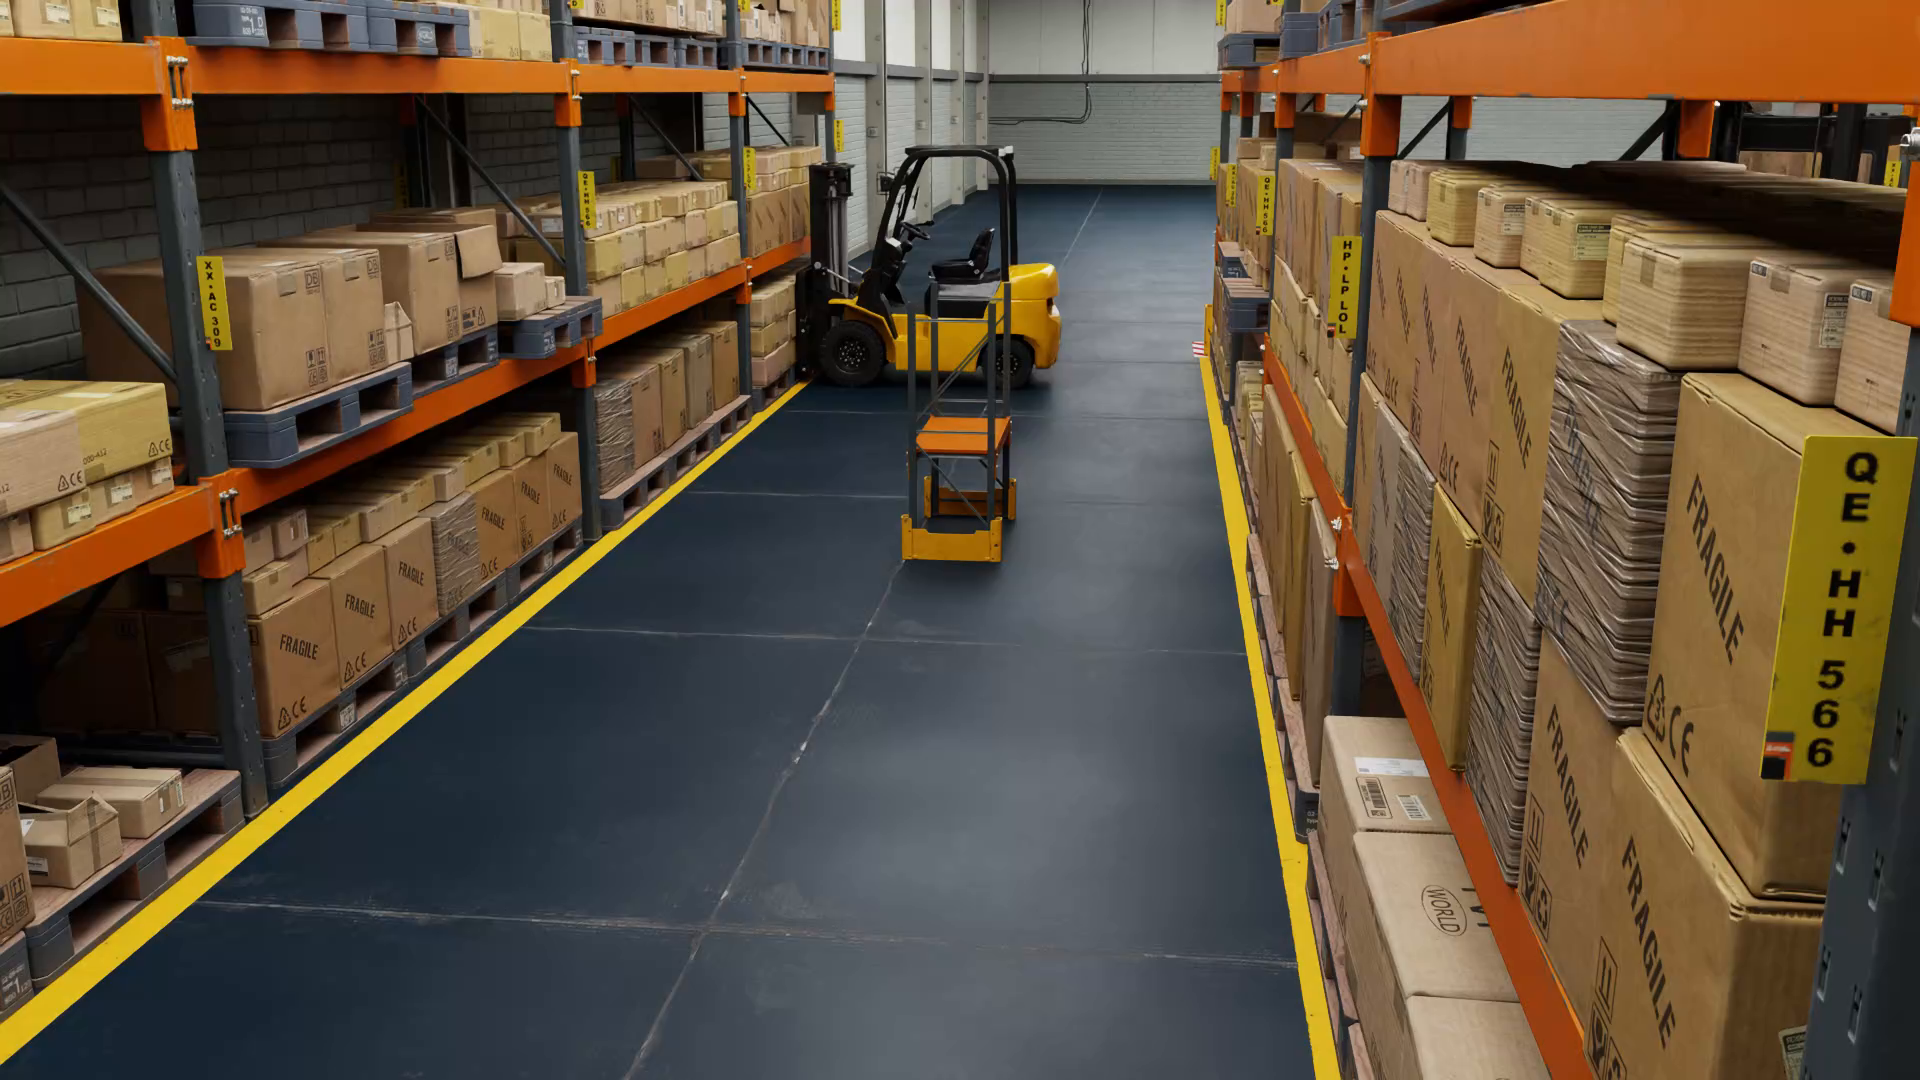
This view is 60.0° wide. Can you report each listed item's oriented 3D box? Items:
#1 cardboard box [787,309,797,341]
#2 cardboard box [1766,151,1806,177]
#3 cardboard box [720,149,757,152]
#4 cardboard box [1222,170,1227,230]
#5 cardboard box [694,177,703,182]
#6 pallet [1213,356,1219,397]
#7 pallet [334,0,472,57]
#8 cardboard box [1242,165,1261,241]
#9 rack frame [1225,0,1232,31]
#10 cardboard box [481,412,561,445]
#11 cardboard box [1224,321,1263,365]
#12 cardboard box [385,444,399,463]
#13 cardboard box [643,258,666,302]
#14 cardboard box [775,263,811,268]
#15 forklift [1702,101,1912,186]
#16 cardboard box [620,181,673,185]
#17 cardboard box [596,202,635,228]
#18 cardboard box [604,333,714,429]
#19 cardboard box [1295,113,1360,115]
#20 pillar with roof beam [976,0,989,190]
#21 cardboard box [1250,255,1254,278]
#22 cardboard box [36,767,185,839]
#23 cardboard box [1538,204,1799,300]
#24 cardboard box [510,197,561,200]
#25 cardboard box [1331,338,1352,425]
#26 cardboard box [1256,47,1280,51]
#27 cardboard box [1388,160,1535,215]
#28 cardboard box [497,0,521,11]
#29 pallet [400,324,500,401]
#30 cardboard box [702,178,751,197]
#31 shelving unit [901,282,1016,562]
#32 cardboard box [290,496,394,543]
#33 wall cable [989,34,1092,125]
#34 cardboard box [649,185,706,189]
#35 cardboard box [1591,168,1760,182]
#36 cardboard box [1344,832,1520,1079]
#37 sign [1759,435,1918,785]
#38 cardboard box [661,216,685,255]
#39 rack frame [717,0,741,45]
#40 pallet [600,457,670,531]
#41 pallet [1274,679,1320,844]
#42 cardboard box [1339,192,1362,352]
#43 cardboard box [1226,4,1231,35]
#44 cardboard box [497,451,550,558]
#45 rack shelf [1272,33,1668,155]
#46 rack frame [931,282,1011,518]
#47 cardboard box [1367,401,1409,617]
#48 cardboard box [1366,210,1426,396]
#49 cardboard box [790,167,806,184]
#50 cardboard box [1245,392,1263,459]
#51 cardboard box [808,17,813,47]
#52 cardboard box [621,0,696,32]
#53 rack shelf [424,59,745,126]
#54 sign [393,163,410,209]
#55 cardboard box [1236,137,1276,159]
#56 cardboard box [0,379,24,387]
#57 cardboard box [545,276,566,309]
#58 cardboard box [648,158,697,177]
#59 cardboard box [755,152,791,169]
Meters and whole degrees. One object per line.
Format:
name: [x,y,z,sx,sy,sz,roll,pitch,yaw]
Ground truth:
cardboard box: [-1.764,-1.992,15.287,0.500,0.250,0.500,2,15,6]
cardboard box: [7.816,-3.483,14.939,0.875,0.550,0.550,2,15,6]
cardboard box: [-2.174,-3.691,16.061,0.380,0.149,0.250,2,15,8]
cardboard box: [2.645,-3.069,15.002,0.500,0.500,0.500,1,15,5]
cardboard box: [-2.436,-3.085,14.389,0.380,0.149,0.250,2,15,8]
pallet: [2.859,-1.499,15.302,1.003,0.211,1.213,2,15,6]
pallet: [-2.894,-2.216,7.226,1.213,0.211,1.003,2,15,6]
cardboard box: [2.173,-2.243,11.144,0.500,0.500,0.500,1,15,4]
rack frame: [3.135,-6.286,16.170,1.000,3.000,0.127,2,15,6]
cardboard box: [-2.504,-0.634,9.502,0.380,0.149,0.250,1,15,4]
cardboard box: [2.484,-1.751,13.919,0.500,0.500,0.500,1,15,5]
cardboard box: [-3.197,-0.441,8.787,0.380,0.149,0.250,1,15,4]
cardboard box: [-2.294,-1.760,11.212,0.500,0.250,0.500,1,15,4]
cardboard box: [-1.591,-2.632,16.698,0.500,0.250,0.500,2,15,7]
forklift: [5.390,-1.715,10.888,1.130,2.935,3.031,12,19,37]
cardboard box: [-2.502,-2.775,13.242,0.380,0.149,0.250,1,15,5]
cardboard box: [-2.322,-2.101,10.750,0.380,0.149,0.250,2,15,7]
cardboard box: [-2.392,-1.218,12.663,0.875,0.625,0.625,2,15,6]
cardboard box: [3.274,-3.659,15.272,0.700,0.500,0.500,2,15,6]
pillar with roof beam: [4.891,-13.931,44.443,9.100,9.000,0.400,2,15,6]
cardboard box: [2.014,-1.692,10.350,0.380,0.149,0.250,1,15,4]
cardboard box: [-2.923,0.904,5.731,0.380,0.149,0.250,1,15,5]
cardboard box: [1.261,-0.516,2.974,0.380,0.149,0.250,2,15,8]
cardboard box: [-2.846,-2.247,11.292,0.380,0.149,0.250,1,15,5]
cardboard box: [1.589,-0.568,5.847,0.500,0.250,0.500,2,15,6]
cardboard box: [2.466,-3.995,13.160,0.500,0.250,0.500,2,15,6]
cardboard box: [1.487,-1.048,4.940,0.380,0.149,0.250,1,15,5]
cardboard box: [-2.550,-2.863,8.780,0.380,0.149,0.250,1,15,5]
pallet: [-2.915,-0.863,7.976,1.003,0.211,1.213,2,15,6]
cardboard box: [-1.951,-2.934,13.833,0.380,0.149,0.250,1,15,5]
shelving unit: [0.009,-0.744,10.039,0.587,1.500,1.083,2,15,6]
cardboard box: [-2.792,-0.094,7.503,0.380,0.149,0.250,2,15,6]
wall cable: [2.260,-13.284,47.999,3.097,2.526,0.112,2,15,6]
cardboard box: [-2.158,-2.635,12.725,0.380,0.149,0.250,2,15,6]
cardboard box: [1.887,-0.903,4.406,0.380,0.149,0.250,2,15,6]
cardboard box: [1.503,1.148,4.273,0.875,0.438,0.875,1,15,5]
sign: [0.792,0.067,1.497,0.100,0.325,0.005,2,15,6]
cardboard box: [-2.240,-2.136,11.643,0.500,0.250,0.500,2,15,7]
rack frame: [-2.249,-5.394,12.870,1.000,3.000,0.127,2,15,6]
pallet: [-2.568,-0.327,10.966,1.003,0.211,1.213,2,15,6]
pallet: [1.793,0.866,6.555,1.003,0.211,1.213,2,15,6]
cardboard box: [1.582,-0.932,5.755,0.500,0.500,0.500,2,15,8]
cardboard box: [2.219,-3.791,12.173,0.500,0.250,0.500,1,15,5]
cardboard box: [-2.601,-0.211,9.180,0.500,0.500,0.500,1,15,5]
rack shelf: [2.007,-1.897,7.064,1.077,0.370,4.000,2,15,6]
rack frame: [0.067,-0.878,10.536,0.500,1.500,0.032,2,15,6]
cardboard box: [1.407,-0.082,4.526,0.500,0.500,0.500,2,15,7]
cardboard box: [1.487,-0.692,4.869,0.500,0.500,0.500,2,15,7]
cardboard box: [-1.679,-3.465,15.796,0.380,0.149,0.250,2,15,7]
cardboard box: [2.472,-0.784,11.544,0.950,0.372,0.625,2,15,8]
cardboard box: [-1.618,-4.880,15.977,0.396,0.266,0.258,2,15,6]
cardboard box: [-2.175,-3.760,11.749,0.500,0.311,0.500,1,15,4]
rack shelf: [-2.474,-3.080,11.437,1.077,0.370,4.000,2,15,6]
sign: [-3.252,-2.035,9.723,0.100,0.325,0.005,2,15,6]
cardboard box: [2.279,-2.949,12.512,0.380,0.149,0.250,2,15,6]
cardboard box: [-3.476,-0.374,5.515,0.500,0.250,0.500,2,15,6]
cardboard box: [-2.393,-1.360,9.123,0.380,0.149,0.250,2,15,7]
cardboard box: [-2.443,-3.158,14.092,0.380,0.149,0.250,1,15,5]
cardboard box: [-1.796,-3.543,15.515,0.380,0.149,0.250,2,15,7]
